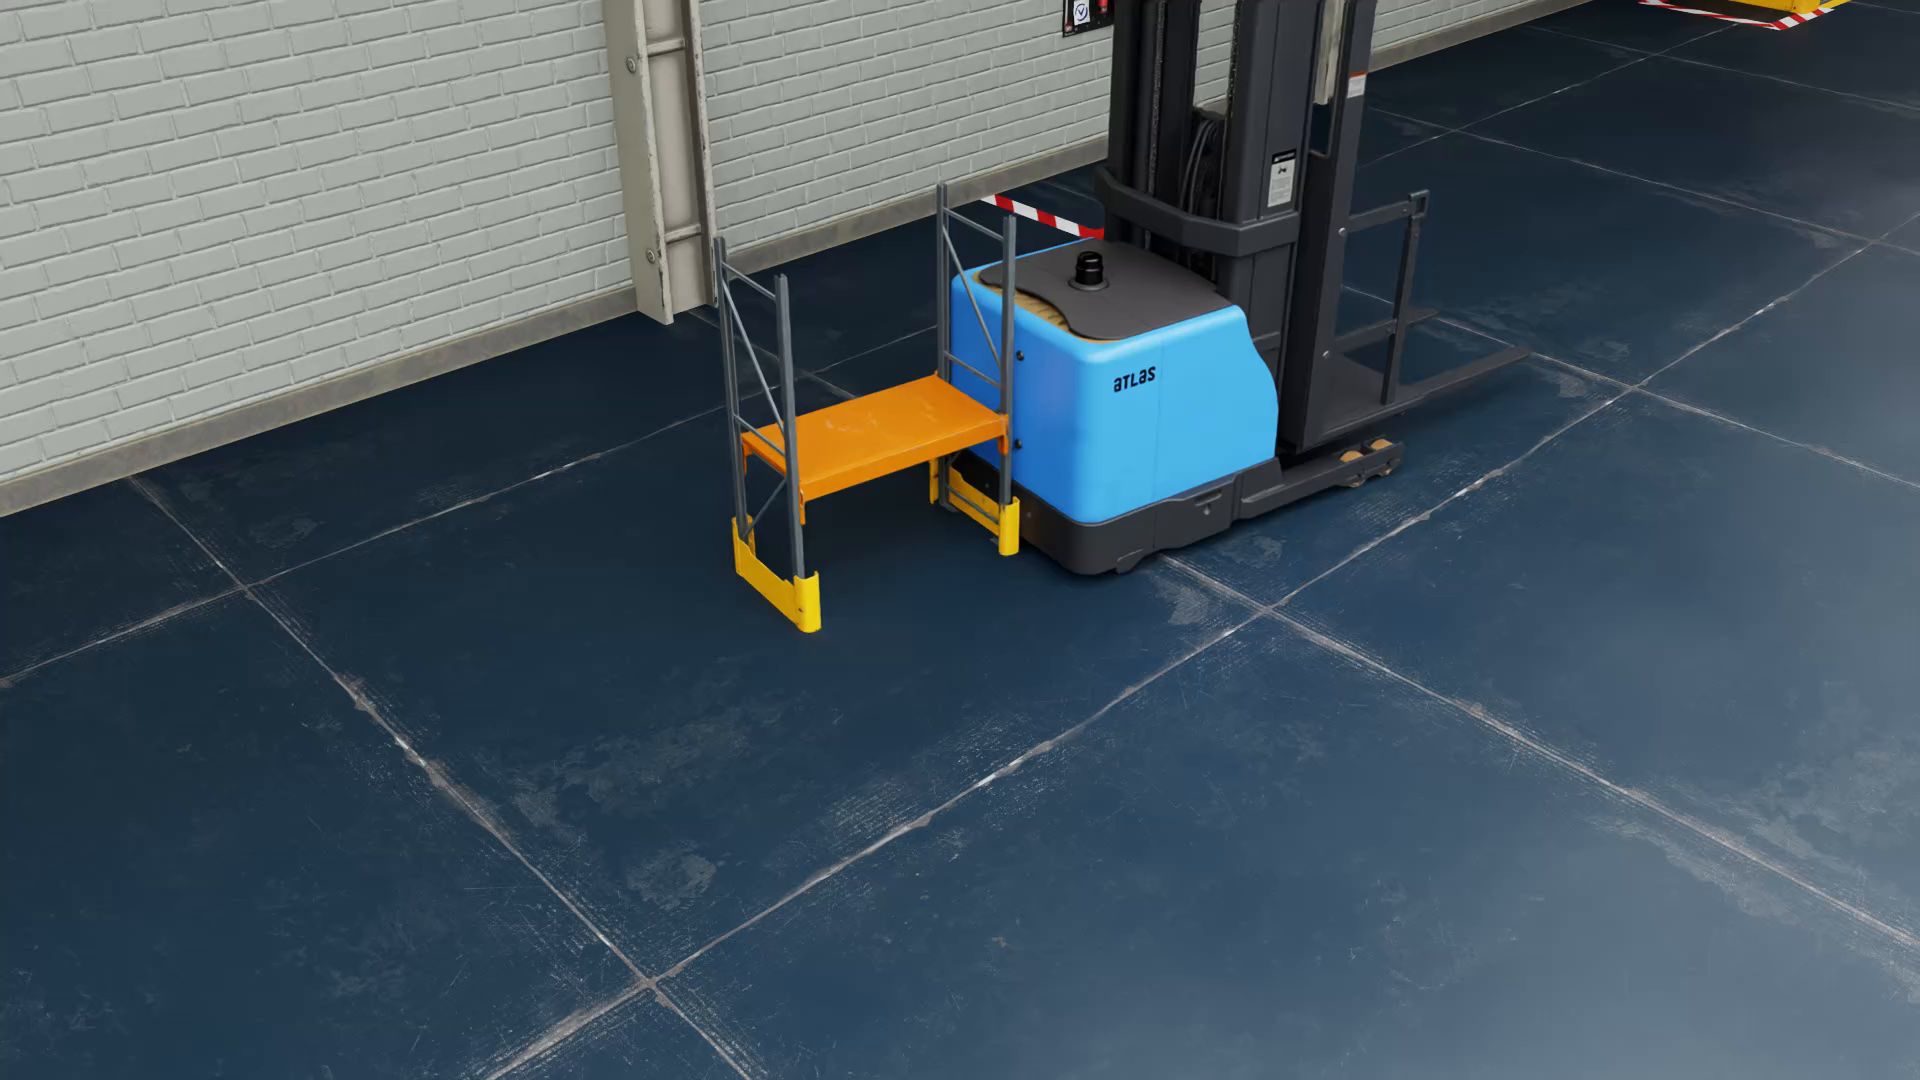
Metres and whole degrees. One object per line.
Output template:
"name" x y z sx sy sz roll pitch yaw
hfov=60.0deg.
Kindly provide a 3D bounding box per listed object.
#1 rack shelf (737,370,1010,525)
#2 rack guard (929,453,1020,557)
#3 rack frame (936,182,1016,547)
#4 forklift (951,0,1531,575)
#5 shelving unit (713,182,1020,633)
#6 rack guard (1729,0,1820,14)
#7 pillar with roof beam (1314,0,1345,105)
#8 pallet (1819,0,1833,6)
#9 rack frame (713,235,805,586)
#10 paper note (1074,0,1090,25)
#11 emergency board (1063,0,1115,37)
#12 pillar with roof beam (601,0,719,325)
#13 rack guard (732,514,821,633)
"rack shelf" -0.355 -0.395 6.804 1.000 0.185 0.538 -20 37 -30
"rack guard" 0.059 -0.169 7.287 0.087 0.250 0.587 -20 37 -30
"rack frame" 0.060 -0.703 6.961 0.032 1.500 0.500 -20 37 -30
"forklift" 1.447 -1.699 7.218 3.031 2.935 1.130 -20 37 -29
"shelving unit" -0.347 -0.552 6.714 1.083 1.500 0.587 -20 37 -30
"rack guard" 7.343 -5.236 15.334 0.348 0.500 1.175 -26 40 -35
"pillar with roof beam" 5.740 -5.639 7.846 0.400 9.000 9.100 -26 40 -35
"pallet" 7.963 -5.388 15.858 1.213 0.211 1.003 -26 40 -35
"rack frame" -0.769 -0.395 6.459 0.032 1.500 0.500 -20 37 -30
"paper note" 0.798 -3.452 10.865 0.142 0.148 0.016 -26 40 -35
"emergency board" 0.974 -3.865 10.695 0.643 1.169 0.194 -26 40 -35
"pillar with roof beam" 1.340 -3.511 4.366 0.400 9.000 9.100 -26 40 -35
"rack guard" -0.753 0.132 6.794 0.087 0.250 0.587 -20 37 -30
